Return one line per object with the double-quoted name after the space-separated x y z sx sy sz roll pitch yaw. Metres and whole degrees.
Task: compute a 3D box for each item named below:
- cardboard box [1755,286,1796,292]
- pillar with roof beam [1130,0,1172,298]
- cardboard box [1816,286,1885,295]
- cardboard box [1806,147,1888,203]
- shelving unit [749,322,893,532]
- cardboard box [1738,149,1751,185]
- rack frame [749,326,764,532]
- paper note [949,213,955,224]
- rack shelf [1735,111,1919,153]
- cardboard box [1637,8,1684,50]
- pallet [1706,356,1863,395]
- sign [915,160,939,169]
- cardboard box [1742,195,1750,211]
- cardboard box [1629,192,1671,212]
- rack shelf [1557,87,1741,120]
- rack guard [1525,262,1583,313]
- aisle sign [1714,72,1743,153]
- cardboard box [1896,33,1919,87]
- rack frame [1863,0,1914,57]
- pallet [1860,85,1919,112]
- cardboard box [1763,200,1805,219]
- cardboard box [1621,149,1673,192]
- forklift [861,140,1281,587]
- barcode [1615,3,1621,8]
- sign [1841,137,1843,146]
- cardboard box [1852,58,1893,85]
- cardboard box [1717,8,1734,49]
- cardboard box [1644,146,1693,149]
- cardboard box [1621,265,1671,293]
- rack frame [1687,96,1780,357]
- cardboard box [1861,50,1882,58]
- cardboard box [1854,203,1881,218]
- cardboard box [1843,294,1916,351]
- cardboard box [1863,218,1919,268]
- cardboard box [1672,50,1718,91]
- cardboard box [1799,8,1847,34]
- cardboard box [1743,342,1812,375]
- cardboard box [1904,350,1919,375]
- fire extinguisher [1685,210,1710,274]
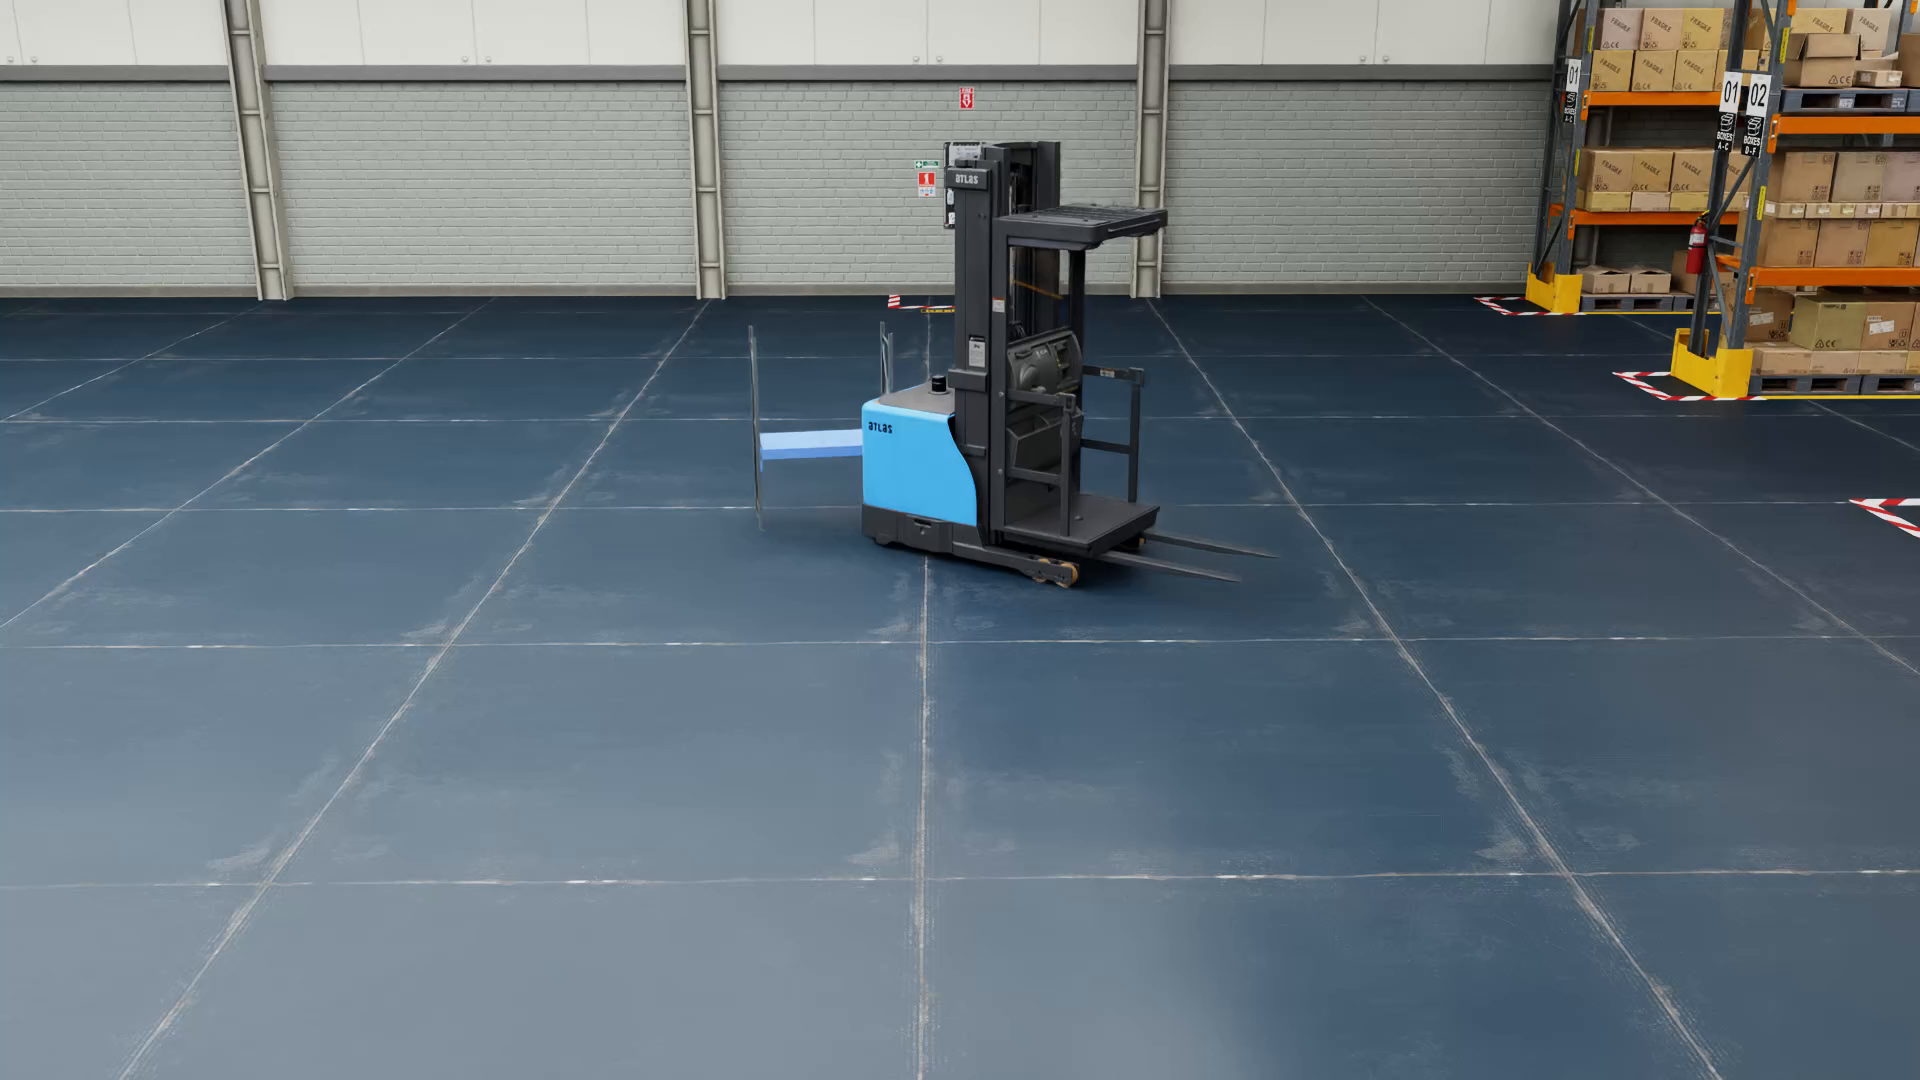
10.846 -3.605 22.247 0.500 0.500 0.500 -2 18 -5 "cardboard box"
2.639 -6.364 17.654 0.400 9.000 9.100 0 18 -1 "pillar with roof beam"
9.497 -2.421 17.771 0.500 0.500 0.500 0 18 -1 "cardboard box"
9.011 -3.739 17.005 0.500 0.500 0.700 -1 18 -2 "cardboard box"
-1.063 -0.879 12.833 1.048 1.500 0.538 -3 18 -9 "shelving unit"
10.413 -4.798 21.579 0.500 0.500 0.500 -1 18 -2 "cardboard box"
-1.563 -0.853 12.750 0.032 1.500 0.500 -3 18 -9 "rack frame"
-0.079 -4.423 22.866 0.142 0.148 0.016 0 18 -1 "paper note"
9.965 -4.166 16.891 4.000 0.370 1.077 0 18 -1 "rack shelf"
8.775 -6.460 21.030 0.500 0.500 0.500 0 18 -1 "cardboard box"
8.730 -1.759 17.687 1.213 0.211 1.003 0 18 -1 "pallet"
-0.451 -5.117 22.664 0.331 0.109 0.001 0 18 -1 "sign"
8.345 -3.487 17.282 0.250 0.149 0.380 -1 18 -2 "cardboard box"
8.896 -4.434 21.672 0.500 0.250 0.500 -1 18 -3 "cardboard box"
9.884 -5.679 21.607 4.000 0.370 1.077 0 18 -1 "rack shelf"
7.960 -3.394 22.309 0.348 0.500 1.175 0 18 -1 "rack guard"
7.895 -4.398 17.091 0.004 0.787 0.394 0 18 -1 "aisle sign"
9.631 -4.738 16.415 0.500 0.500 0.500 0 18 -1 "cardboard box"
11.883 -7.460 21.069 0.127 3.000 1.000 0 18 -1 "rack frame"
9.896 -4.459 16.772 1.213 0.211 1.003 0 18 -1 "pallet"
8.361 -3.363 16.896 0.250 0.149 0.380 0 18 -1 "cardboard box"
8.860 -4.789 21.550 0.500 0.500 0.500 0 18 -1 "cardboard box"
0.774 -1.252 11.652 3.031 2.935 1.130 11 21 32 "forklift"
8.586 -6.977 21.694 0.075 0.075 0.001 0 18 -1 "barcode"
11.871 -5.324 22.337 0.005 0.325 0.100 0 18 -1 "sign"
9.113 -4.780 16.957 0.500 0.250 0.500 0 18 -1 "cardboard box"
9.852 -6.629 21.557 0.500 0.500 0.500 0 18 -1 "cardboard box"
9.372 -4.949 22.050 0.500 0.500 0.500 -1 18 -2 "cardboard box"
9.147 -3.491 22.202 0.500 0.311 0.500 1 18 4 "cardboard box"
7.966 -3.071 17.209 0.127 3.000 1.000 0 18 -1 "rack frame"
11.380 -6.010 21.266 0.500 0.500 0.500 0 18 1 "cardboard box"
9.127 -3.367 16.906 0.250 0.149 0.380 -1 18 -2 "cardboard box"
9.505 -2.262 17.276 0.500 0.500 0.500 0 18 -1 "cardboard box"
9.454 -3.121 17.203 0.500 0.500 0.700 0 18 0 "cardboard box"
9.279 -5.990 21.202 0.500 0.500 0.500 1 18 2 "cardboard box"
10.836 -6.473 21.072 0.500 0.500 0.500 1 18 2 "cardboard box"
8.505 -1.896 17.361 0.500 0.250 0.500 0 18 -1 "cardboard box"
10.005 -1.903 17.382 0.500 0.250 0.500 0 18 -1 "cardboard box"
7.840 -3.175 17.662 0.183 0.674 0.296 0 18 -1 "fire extinguisher"
